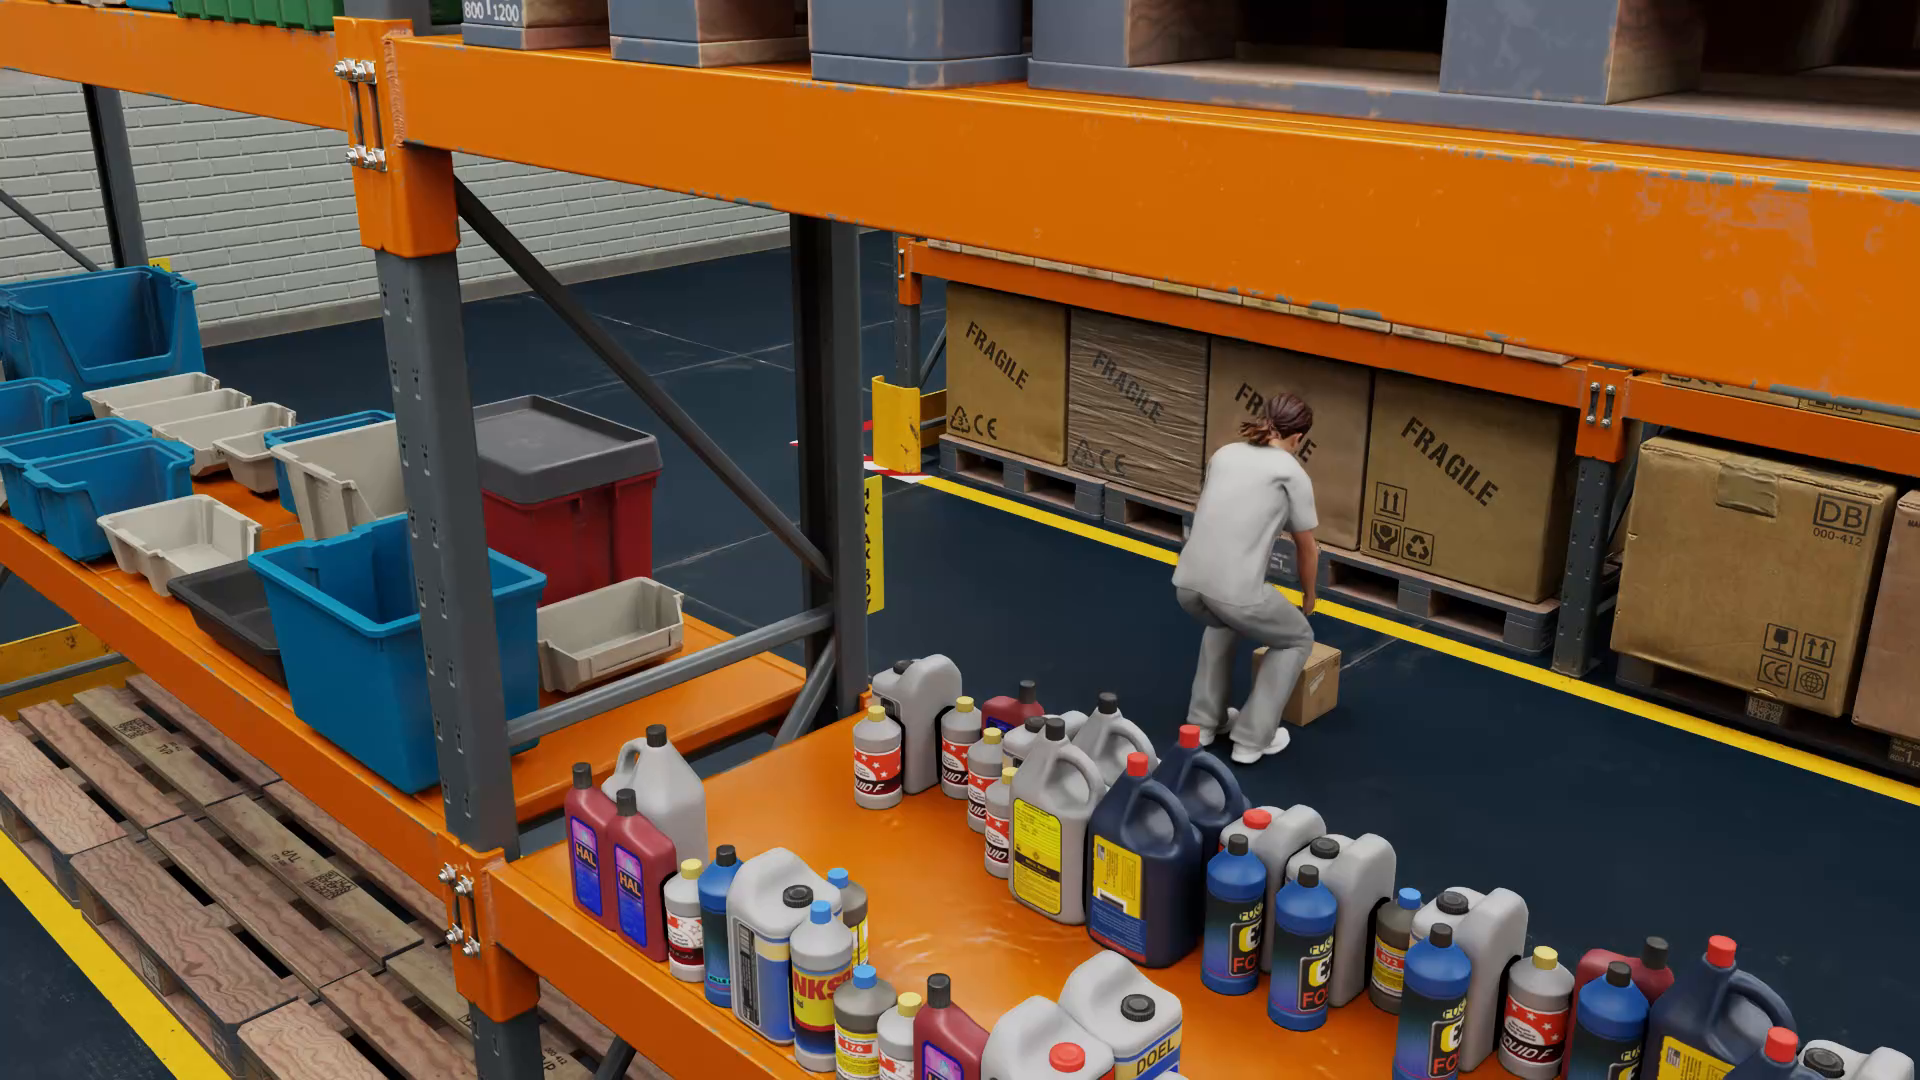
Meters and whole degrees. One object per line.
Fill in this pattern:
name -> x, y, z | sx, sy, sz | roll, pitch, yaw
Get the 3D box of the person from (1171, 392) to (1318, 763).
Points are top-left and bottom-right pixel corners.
person -> 1.053, 0.143, 6.195 | 0.491, 1.333, 0.667 | 19, 28, 41
